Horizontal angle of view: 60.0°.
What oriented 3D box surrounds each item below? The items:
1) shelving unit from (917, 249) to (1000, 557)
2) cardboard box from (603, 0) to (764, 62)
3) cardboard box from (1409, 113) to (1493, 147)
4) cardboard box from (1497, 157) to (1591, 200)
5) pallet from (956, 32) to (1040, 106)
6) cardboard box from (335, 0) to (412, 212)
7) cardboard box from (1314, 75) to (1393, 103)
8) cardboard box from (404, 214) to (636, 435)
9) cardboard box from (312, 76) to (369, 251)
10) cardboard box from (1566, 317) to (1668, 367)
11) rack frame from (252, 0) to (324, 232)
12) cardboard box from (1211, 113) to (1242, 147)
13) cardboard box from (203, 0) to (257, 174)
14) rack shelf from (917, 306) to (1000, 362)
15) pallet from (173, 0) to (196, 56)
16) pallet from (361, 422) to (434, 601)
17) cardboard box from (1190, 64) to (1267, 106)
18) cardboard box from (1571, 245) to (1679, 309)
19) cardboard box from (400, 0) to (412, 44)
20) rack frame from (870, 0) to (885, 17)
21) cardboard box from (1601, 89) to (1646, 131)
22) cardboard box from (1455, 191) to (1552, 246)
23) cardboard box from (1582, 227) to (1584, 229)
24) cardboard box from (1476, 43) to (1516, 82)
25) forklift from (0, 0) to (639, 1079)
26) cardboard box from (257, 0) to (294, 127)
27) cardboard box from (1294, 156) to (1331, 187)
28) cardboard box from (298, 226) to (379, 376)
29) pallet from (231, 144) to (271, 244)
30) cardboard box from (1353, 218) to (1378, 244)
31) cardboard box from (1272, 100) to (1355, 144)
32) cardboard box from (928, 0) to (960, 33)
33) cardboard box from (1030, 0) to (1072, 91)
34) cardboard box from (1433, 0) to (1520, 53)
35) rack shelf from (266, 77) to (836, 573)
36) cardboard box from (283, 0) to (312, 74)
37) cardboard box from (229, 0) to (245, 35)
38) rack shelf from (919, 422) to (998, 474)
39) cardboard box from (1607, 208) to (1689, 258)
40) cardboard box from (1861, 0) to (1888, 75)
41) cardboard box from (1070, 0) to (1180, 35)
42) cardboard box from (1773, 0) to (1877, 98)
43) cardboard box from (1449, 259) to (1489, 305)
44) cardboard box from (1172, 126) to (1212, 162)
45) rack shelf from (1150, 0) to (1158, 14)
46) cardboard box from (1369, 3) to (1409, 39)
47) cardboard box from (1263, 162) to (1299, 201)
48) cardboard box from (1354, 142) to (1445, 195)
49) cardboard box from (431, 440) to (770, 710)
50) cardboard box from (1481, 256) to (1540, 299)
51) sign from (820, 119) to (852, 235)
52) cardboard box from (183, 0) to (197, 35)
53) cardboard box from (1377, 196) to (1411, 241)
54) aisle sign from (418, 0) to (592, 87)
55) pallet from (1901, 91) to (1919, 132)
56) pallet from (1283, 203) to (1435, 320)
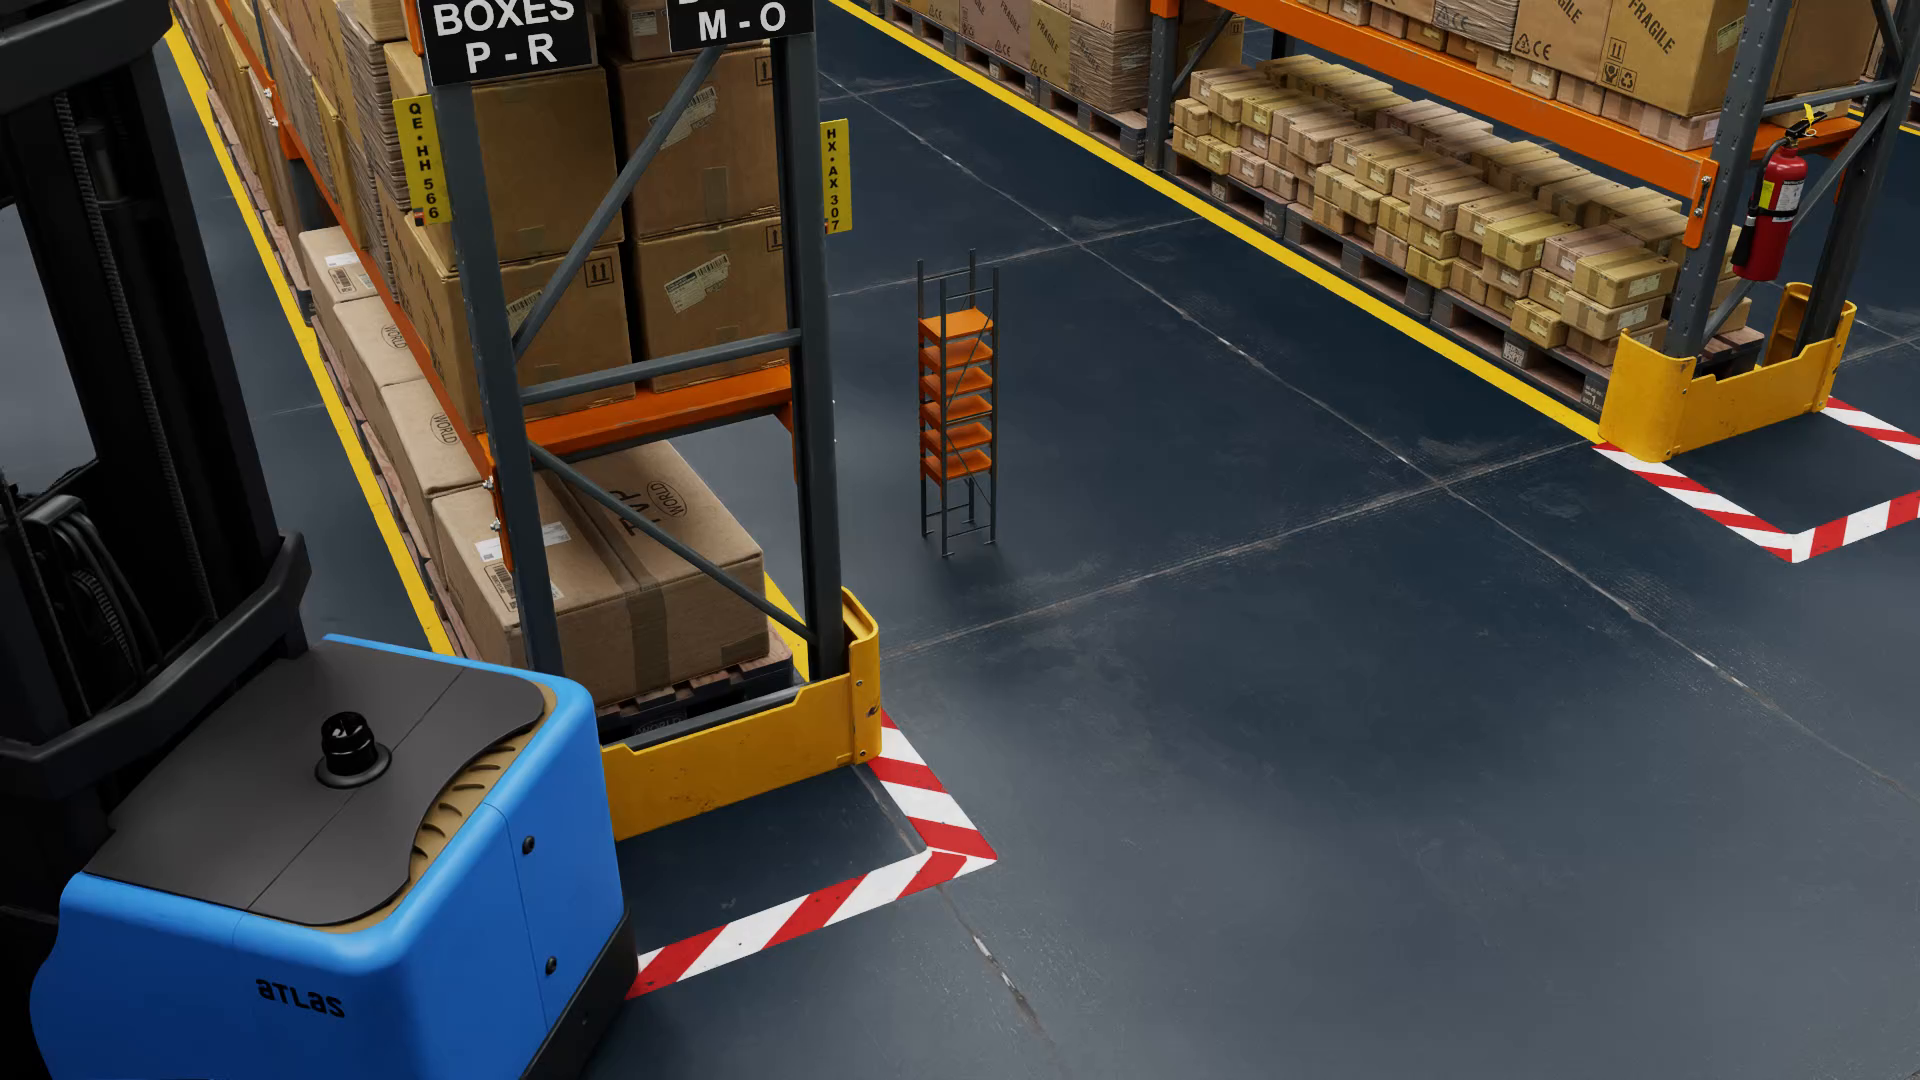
[{"bbox_3d":[-0.007,-0.512,6.437,0.258,1.200,0.189,-16,36,-23],"label":"shelving unit"},{"bbox_3d":[-0.770,-1.461,4.629,0.380,0.149,0.250,-15,36,-22],"label":"cardboard box"},{"bbox_3d":[2.687,-2.207,9.116,0.380,0.149,0.250,-17,36,-25],"label":"cardboard box"},{"bbox_3d":[2.990,-1.828,8.524,0.380,0.149,0.250,-14,35,-21],"label":"cardboard box"},{"bbox_3d":[0.680,-3.468,11.968,1.003,0.211,1.213,-16,36,-23],"label":"pallet"},{"bbox_3d":[-1.555,-1.361,5.075,0.500,0.500,0.500,-16,36,-23],"label":"cardboard box"},{"bbox_3d":[2.290,-2.582,9.701,0.380,0.149,0.250,-16,36,-24],"label":"cardboard box"},{"bbox_3d":[-1.309,-0.692,4.956,0.500,0.500,0.500,-16,36,-23],"label":"cardboard box"},{"bbox_3d":[-2.030,-1.421,6.095,0.500,0.500,0.500,-15,35,-22],"label":"cardboard box"},{"bbox_3d":[3.052,-0.954,7.713,0.380,0.149,0.250,-15,36,-22],"label":"cardboard box"},{"bbox_3d":[-2.715,-2.395,7.707,1.000,3.000,0.127,-16,36,-23],"label":"rack frame"},{"bbox_3d":[1.701,-2.438,9.753,0.380,0.149,0.250,-16,36,-23],"label":"cardboard box"},{"bbox_3d":[-3.919,-2.809,9.934,0.875,0.875,0.875,-15,36,-23],"label":"cardboard box"},{"bbox_3d":[-0.007,-0.778,6.267,0.258,0.103,0.180,-16,36,-23],"label":"rack shelf"},{"bbox_3d":[-5.507,-4.084,12.930,1.003,0.211,1.213,-16,36,-23],"label":"pallet"},{"bbox_3d":[-1.856,-0.255,6.953,1.003,0.211,1.213,-16,36,-23],"label":"pallet"},{"bbox_3d":[1.595,-2.699,9.883,0.380,0.149,0.250,-14,35,-21],"label":"cardboard box"},{"bbox_3d":[3.011,-1.195,7.537,0.380,0.149,0.250,-15,36,-23],"label":"cardboard box"},{"bbox_3d":[-1.334,-1.458,4.625,0.380,0.149,0.250,-15,36,-22],"label":"cardboard box"},{"bbox_3d":[-0.248,-5.597,12.706,1.000,3.000,0.127,-16,36,-23],"label":"rack frame"},{"bbox_3d":[2.998,-1.886,7.146,0.380,0.149,0.250,-16,36,-23],"label":"cardboard box"},{"bbox_3d":[2.647,-1.561,8.107,0.380,0.149,0.250,-17,37,-25],"label":"cardboard box"},{"bbox_3d":[3.171,-1.585,8.421,0.380,0.149,0.250,-15,35,-22],"label":"cardboard box"},{"bbox_3d":[2.631,-2.251,7.716,0.380,0.149,0.250,-18,37,-25],"label":"cardboard box"},{"bbox_3d":[-2.486,0.052,3.952,3.031,2.935,1.130,9,34,14],"label":"forklift"},{"bbox_3d":[-2.727,-2.147,7.228,0.500,0.500,0.500,-15,35,-22],"label":"cardboard box"},{"bbox_3d":[2.077,-2.064,9.169,0.380,0.149,0.250,-14,35,-21],"label":"cardboard box"},{"bbox_3d":[-2.517,-1.166,7.776,0.875,0.438,0.875,-16,36,-24],"label":"cardboard box"},{"bbox_3d":[-3.714,-2.153,9.915,1.003,0.211,1.213,-16,36,-23],"label":"pallet"},{"bbox_3d":[2.334,-1.695,8.868,0.380,0.149,0.250,-15,36,-22],"label":"cardboard box"},{"bbox_3d":[1.974,-2.325,9.301,0.380,0.149,0.250,-17,36,-24],"label":"cardboard box"},{"bbox_3d":[0.094,-4.081,12.267,0.500,0.500,0.500,-15,36,-23],"label":"cardboard box"},{"bbox_3d":[0.811,-3.347,11.122,0.500,0.500,0.500,-17,36,-24],"label":"cardboard box"},{"bbox_3d":[2.565,-2.583,7.633,0.500,0.500,0.500,-16,36,-23],"label":"cardboard box"},{"bbox_3d":[-1.782,-1.138,6.412,1.077,0.370,4.000,-16,36,-23],"label":"rack shelf"},{"bbox_3d":[-2.248,-2.080,6.196,0.500,0.500,0.500,-15,36,-22],"label":"cardboard box"},{"bbox_3d":[-3.383,-2.726,8.363,0.500,0.250,0.500,-16,36,-24],"label":"cardboard box"},{"bbox_3d":[-0.007,-0.374,6.526,0.258,0.103,0.180,-16,36,-23],"label":"rack shelf"},{"bbox_3d":[3.304,-1.443,7.924,0.380,0.149,0.250,-15,36,-22],"label":"cardboard box"},{"bbox_3d":[6.289,-3.835,11.535,0.875,0.875,0.875,-16,36,-23],"label":"cardboard box"},{"bbox_3d":[1.046,-3.420,10.540,0.500,0.250,0.500,-17,36,-24],"label":"cardboard box"},{"bbox_3d":[3.517,-2.230,7.082,0.500,0.500,0.500,-14,35,-21],"label":"cardboard box"},{"bbox_3d":[2.669,-1.314,8.274,0.380,0.149,0.250,-15,36,-23],"label":"cardboard box"},{"bbox_3d":[1.503,-2.410,9.985,0.380,0.149,0.250,-18,37,-25],"label":"cardboard box"},{"bbox_3d":[0.685,-4.340,11.410,1.077,0.370,4.000,-16,36,-23],"label":"rack shelf"},{"bbox_3d":[2.283,-2.632,8.311,0.380,0.149,0.250,-14,35,-21],"label":"cardboard box"},{"bbox_3d":[1.951,-2.069,9.452,0.380,0.149,0.250,-17,36,-24],"label":"cardboard box"},{"bbox_3d":[2.301,-1.946,8.709,0.380,0.149,0.250,-16,36,-23],"label":"cardboard box"},{"bbox_3d":[-1.246,0.126,5.758,0.875,0.438,0.875,-17,36,-25],"label":"cardboard box"},{"bbox_3d":[2.740,-1.309,7.990,0.380,0.149,0.250,-17,37,-25],"label":"cardboard box"},{"bbox_3d":[-0.356,-1.021,4.686,0.100,0.325,0.005,-16,36,-23],"label":"sign"},{"bbox_3d":[-5.185,-3.996,12.254,0.950,0.372,0.625,-17,36,-24],"label":"cardboard box"},{"bbox_3d":[2.384,-1.679,8.568,0.380,0.149,0.250,-14,35,-21],"label":"cardboard box"},{"bbox_3d":[-1.090,-1.468,3.851,0.394,0.787,0.004,-16,36,-23],"label":"aisle sign"},{"bbox_3d":[6.910,-2.748,10.843,1.003,0.211,1.213,-16,36,-23],"label":"pallet"},{"bbox_3d":[2.535,-1.619,9.082,1.003,0.211,1.213,-16,36,-23],"label":"pallet"}]
